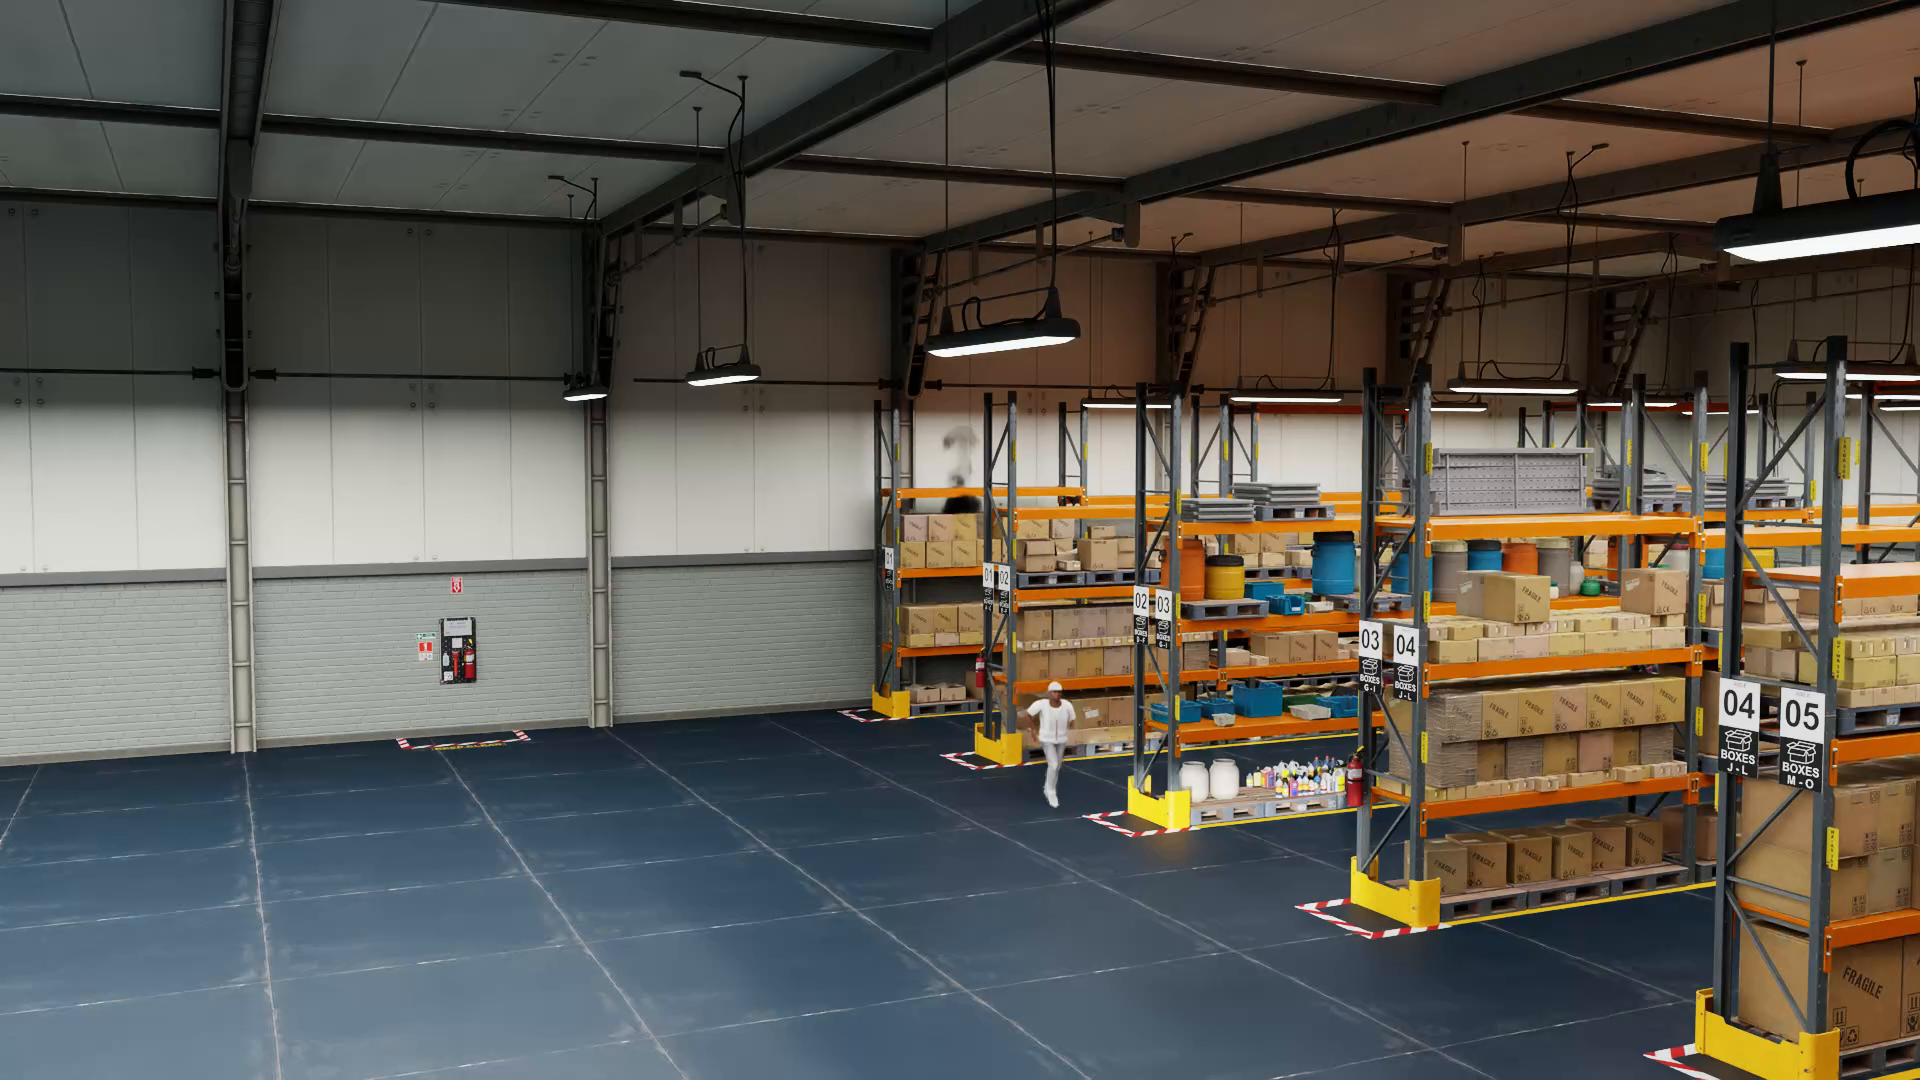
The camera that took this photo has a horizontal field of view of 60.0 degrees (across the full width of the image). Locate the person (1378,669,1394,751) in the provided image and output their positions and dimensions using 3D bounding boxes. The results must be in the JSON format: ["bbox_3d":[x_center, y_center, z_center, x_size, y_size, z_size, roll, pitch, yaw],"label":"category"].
[{"bbox_3d":[7.245,2.733,28.033,0.458,1.624,0.638,-2,4,-31],"label":"person"}]

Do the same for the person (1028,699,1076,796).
[{"bbox_3d":[1.321,2.960,23.854,0.675,1.383,0.669,-1,3,-17],"label":"person"}]
